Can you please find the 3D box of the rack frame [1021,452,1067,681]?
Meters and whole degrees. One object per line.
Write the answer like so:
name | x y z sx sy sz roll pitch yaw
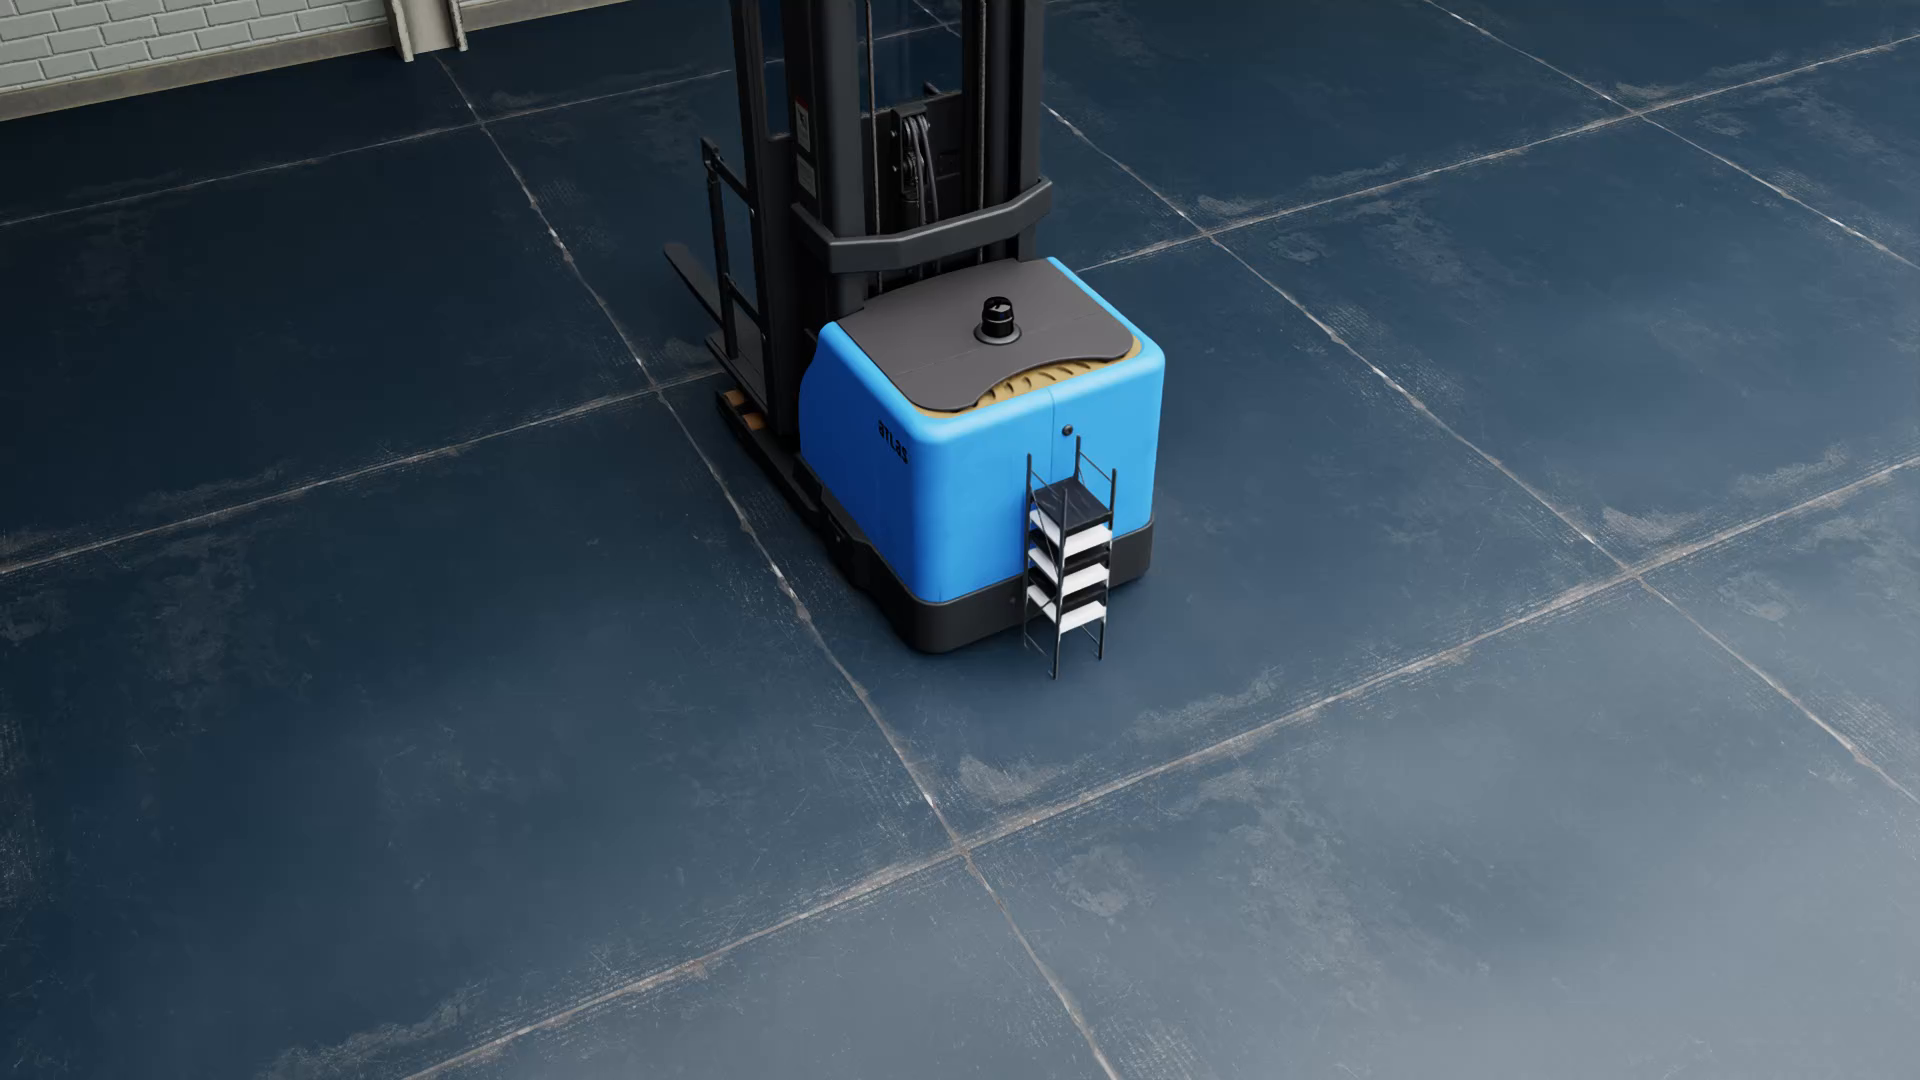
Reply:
rack frame | 0.295 0.110 5.924 0.006 0.900 0.240 -21 45 -23

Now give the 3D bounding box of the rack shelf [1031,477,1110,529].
rack shelf | 0.382 -0.120 5.797 0.190 0.026 0.221 -21 45 -23

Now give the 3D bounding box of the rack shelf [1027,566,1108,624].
rack shelf | 0.382 0.170 6.043 0.200 0.077 0.258 -21 45 -23

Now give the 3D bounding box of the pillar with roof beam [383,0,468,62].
pillar with roof beam | -1.320 -4.052 4.571 0.400 9.000 9.100 -19 44 -21

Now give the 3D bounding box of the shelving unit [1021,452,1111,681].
shelving unit | 0.380 0.077 5.963 0.205 0.900 0.258 -21 45 -23

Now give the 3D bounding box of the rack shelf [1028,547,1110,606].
rack shelf | 0.382 0.102 5.985 0.200 0.077 0.258 -21 45 -23

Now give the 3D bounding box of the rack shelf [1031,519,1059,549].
rack shelf | 0.382 -0.047 5.859 0.184 0.015 0.199 -21 45 -23

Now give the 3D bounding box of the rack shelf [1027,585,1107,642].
rack shelf | 0.382 0.239 6.101 0.200 0.077 0.258 -21 45 -23

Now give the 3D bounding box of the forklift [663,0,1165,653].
forklift | -0.415 -1.615 6.438 1.129 2.867 3.031 -20 44 -22

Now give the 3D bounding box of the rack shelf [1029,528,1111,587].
rack shelf | 0.382 0.033 5.927 0.200 0.077 0.258 -21 45 -23
